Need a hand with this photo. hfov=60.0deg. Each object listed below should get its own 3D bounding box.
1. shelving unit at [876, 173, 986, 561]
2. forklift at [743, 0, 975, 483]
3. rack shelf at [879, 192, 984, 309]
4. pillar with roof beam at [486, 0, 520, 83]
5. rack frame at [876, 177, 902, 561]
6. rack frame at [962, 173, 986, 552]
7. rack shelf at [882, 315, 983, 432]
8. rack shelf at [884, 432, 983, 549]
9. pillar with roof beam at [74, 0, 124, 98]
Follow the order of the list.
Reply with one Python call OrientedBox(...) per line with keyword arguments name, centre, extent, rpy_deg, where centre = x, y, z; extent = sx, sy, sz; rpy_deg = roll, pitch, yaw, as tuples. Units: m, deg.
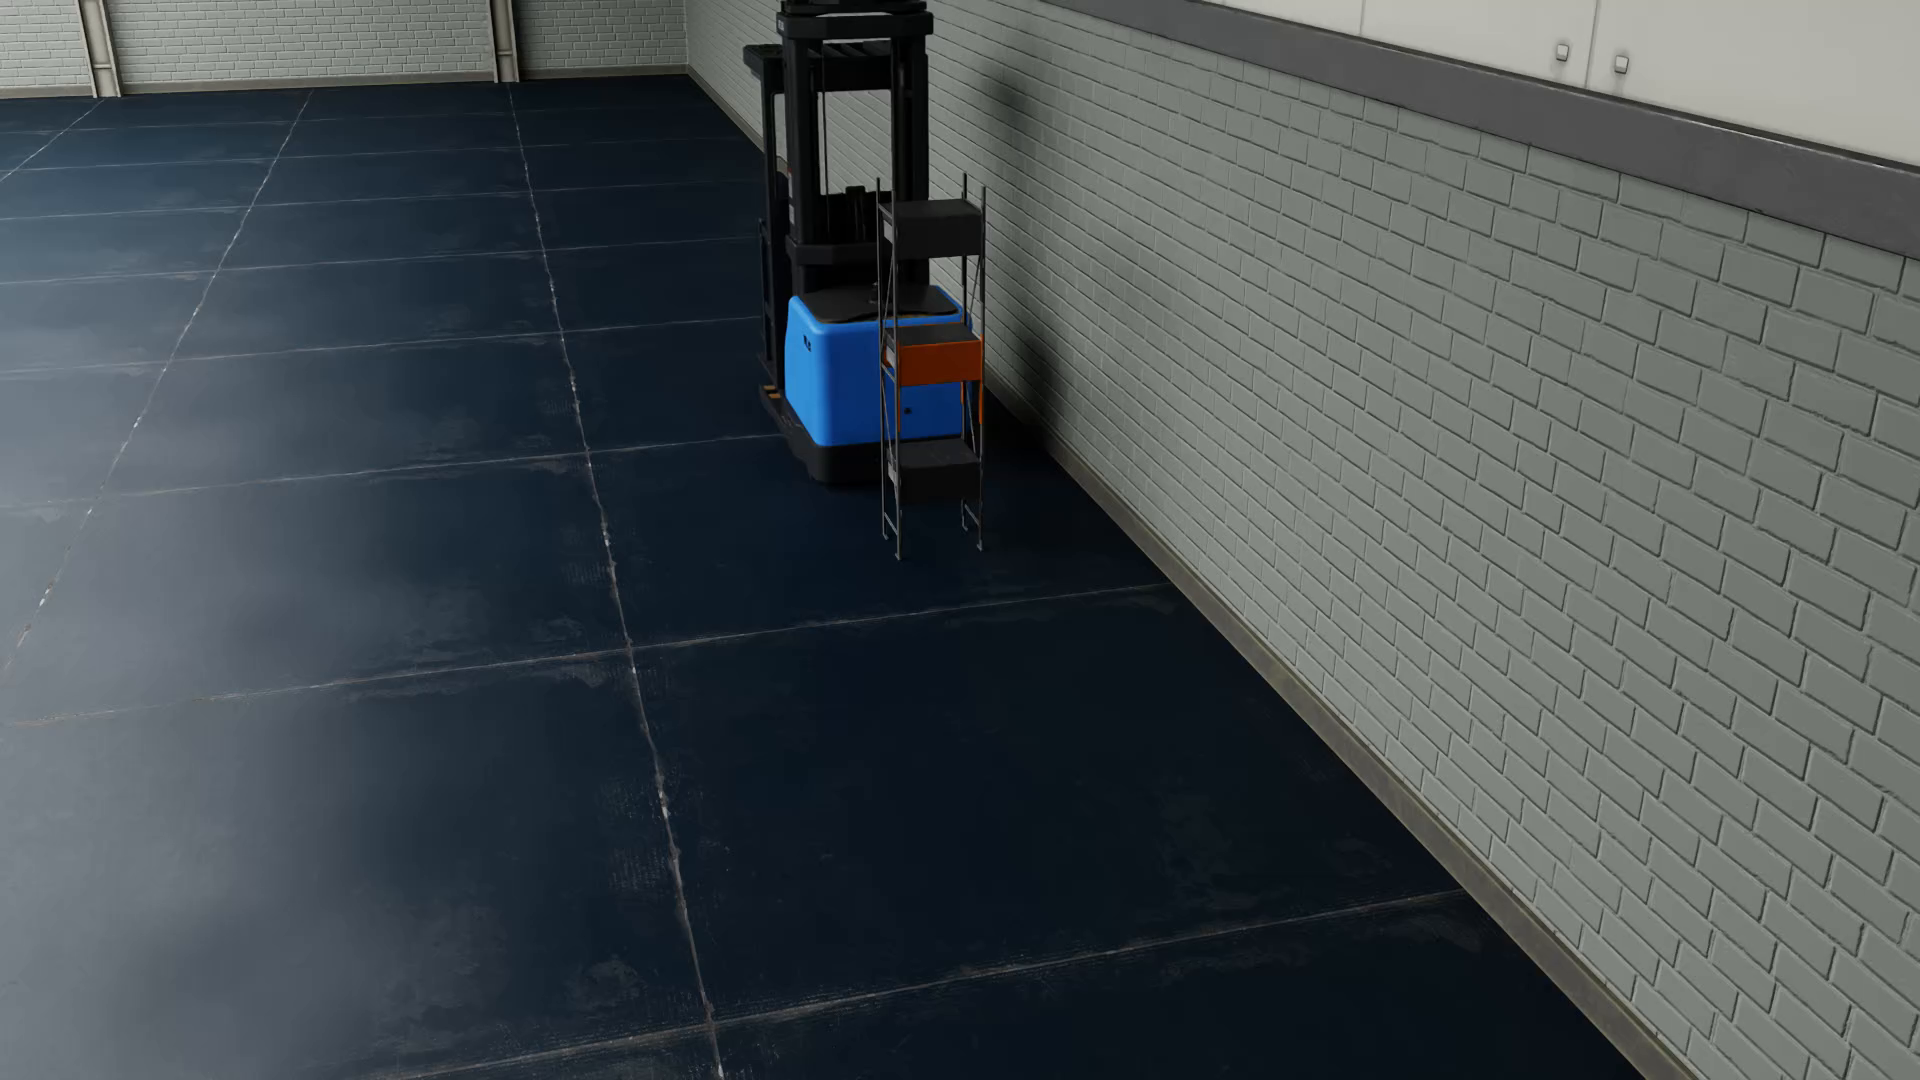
OrientedBox(name="shelving unit", centre=(-0.159, -0.947, 9.295), extent=(0.503, 2.100, 0.431), rpy_deg=(-6, 24, -14))
OrientedBox(name="forklift", centre=(-0.812, -2.256, 11.291), extent=(1.130, 2.935, 3.031), rpy_deg=(-7, 24, -15))
OrientedBox(name="rack shelf", centre=(-0.159, -1.578, 9.024), extent=(0.480, 0.518, 0.431), rpy_deg=(-6, 24, -14))
OrientedBox(name="pillar with roof beam", centre=(-6.280, -10.042, 21.741), extent=(0.400, 9.000, 9.100), rpy_deg=(-6, 24, -14))
OrientedBox(name="rack frame", centre=(-0.394, -0.921, 9.234), extent=(0.015, 2.100, 0.400), rpy_deg=(-6, 24, -14))
OrientedBox(name="rack frame", centre=(0.076, -0.973, 9.355), extent=(0.015, 2.100, 0.400), rpy_deg=(-6, 24, -14))
OrientedBox(name="rack shelf", centre=(-0.159, -0.935, 9.300), extent=(0.480, 0.518, 0.431), rpy_deg=(-6, 24, -14))
OrientedBox(name="rack shelf", centre=(-0.159, -0.291, 9.576), extent=(0.480, 0.518, 0.431), rpy_deg=(-6, 24, -14))
OrientedBox(name="pillar with roof beam", centre=(-12.057, -9.403, 20.252), extent=(0.400, 9.000, 9.100), rpy_deg=(-6, 24, -14))
